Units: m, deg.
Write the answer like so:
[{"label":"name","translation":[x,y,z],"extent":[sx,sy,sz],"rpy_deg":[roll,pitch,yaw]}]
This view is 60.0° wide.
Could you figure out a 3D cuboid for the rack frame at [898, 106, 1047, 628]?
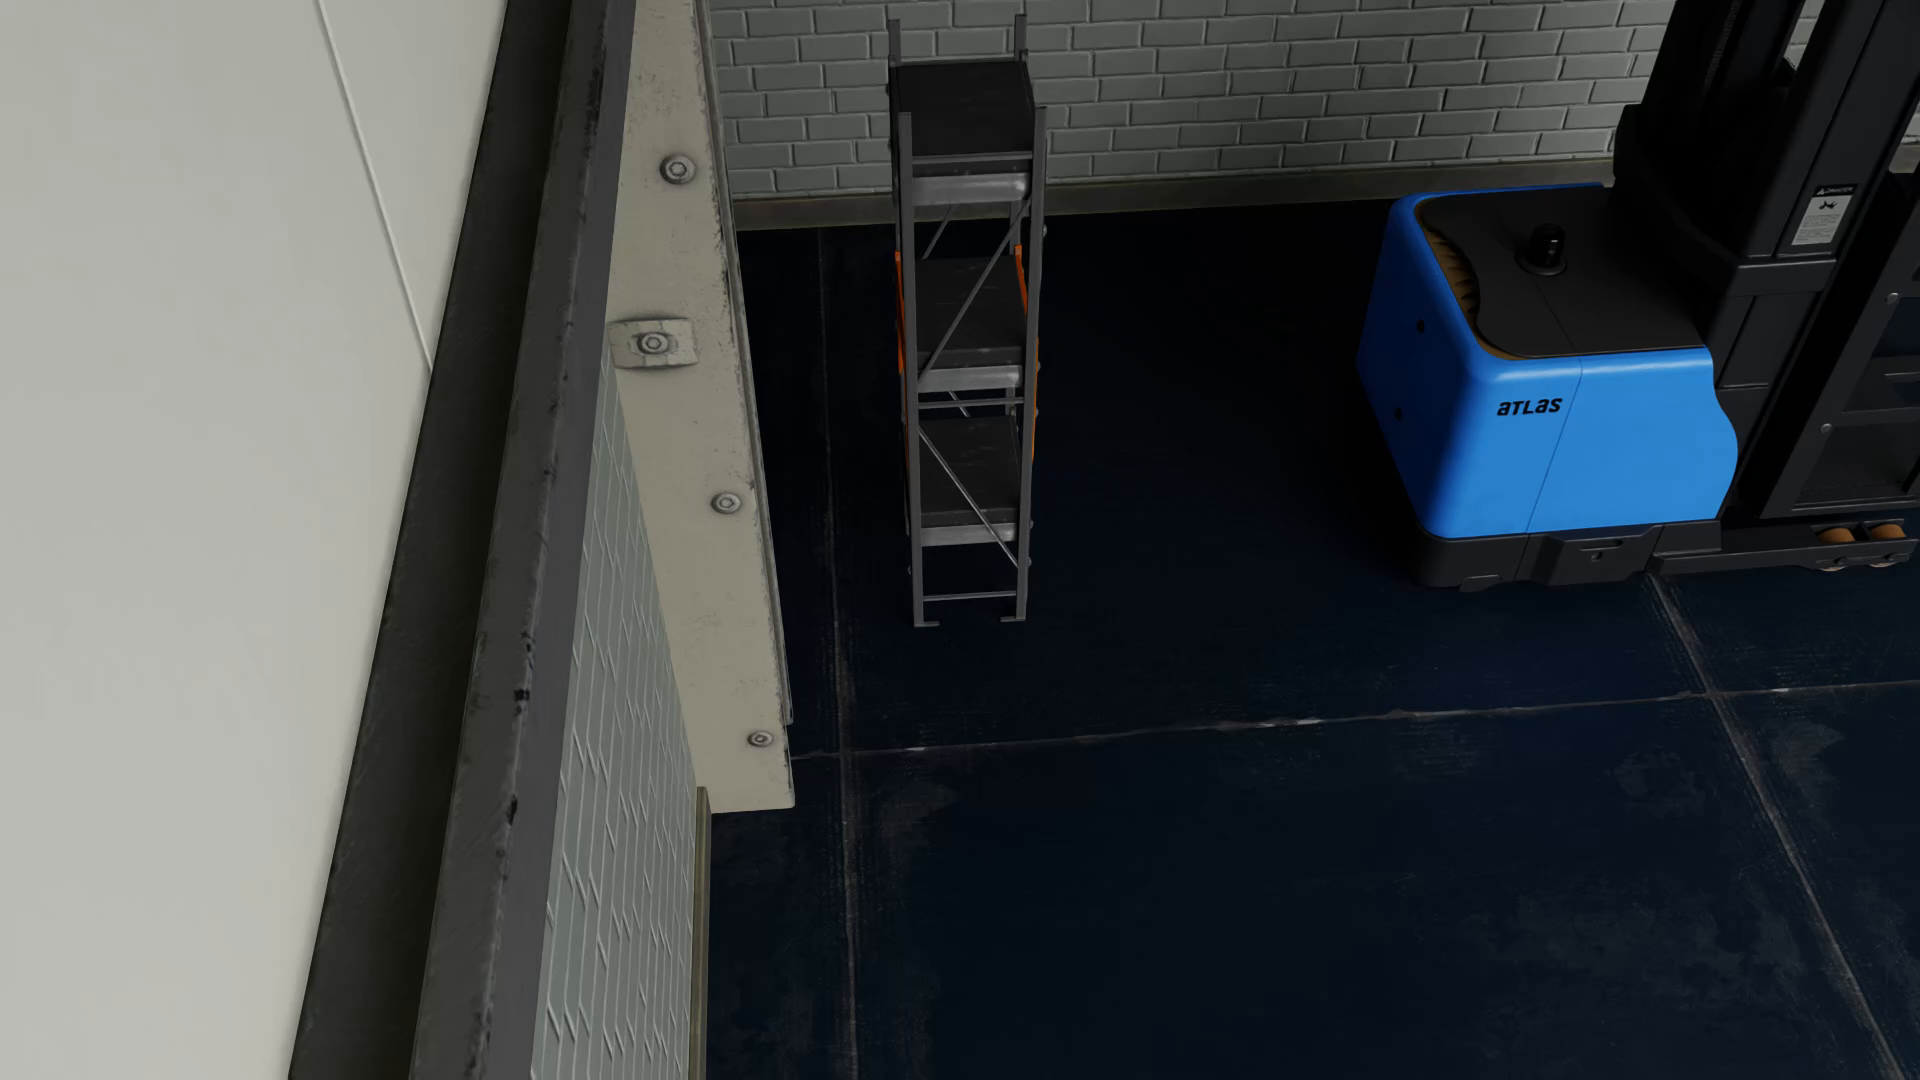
[{"label":"rack frame","translation":[0.034,-0.426,5.207],"extent":[0.400,2.100,0.015],"rpy_deg":[-3,47,-3]}]

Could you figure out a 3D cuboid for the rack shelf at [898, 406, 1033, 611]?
[{"label":"rack shelf","translation":[0.014,-0.112,5.892],"extent":[0.431,0.518,0.480],"rpy_deg":[-3,47,-3]}]

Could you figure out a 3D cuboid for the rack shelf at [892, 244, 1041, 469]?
[{"label":"rack shelf","translation":[0.014,-0.593,5.384],"extent":[0.431,0.518,0.480],"rpy_deg":[-3,47,-3]}]

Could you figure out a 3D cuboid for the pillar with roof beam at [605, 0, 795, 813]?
[{"label":"pillar with roof beam","translation":[3.580,-2.618,2.532],"extent":[9.100,9.000,0.400],"rpy_deg":[-3,47,-3]}]

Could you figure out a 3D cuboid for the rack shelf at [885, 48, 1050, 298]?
[{"label":"rack shelf","translation":[0.014,-1.074,4.876],"extent":[0.431,0.518,0.480],"rpy_deg":[-3,47,-3]}]

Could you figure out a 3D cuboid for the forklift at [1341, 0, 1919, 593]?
[{"label":"forklift","translation":[3.073,-1.273,5.437],"extent":[3.031,2.935,1.130],"rpy_deg":[-4,47,-4]}]

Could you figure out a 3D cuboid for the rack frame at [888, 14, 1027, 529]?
[{"label":"rack frame","translation":[-0.007,-0.779,5.541],"extent":[0.400,2.100,0.015],"rpy_deg":[-3,47,-3]}]

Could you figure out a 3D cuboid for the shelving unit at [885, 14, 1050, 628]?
[{"label":"shelving unit","translation":[0.014,-0.602,5.374],"extent":[0.431,2.100,0.503],"rpy_deg":[-3,47,-3]}]
